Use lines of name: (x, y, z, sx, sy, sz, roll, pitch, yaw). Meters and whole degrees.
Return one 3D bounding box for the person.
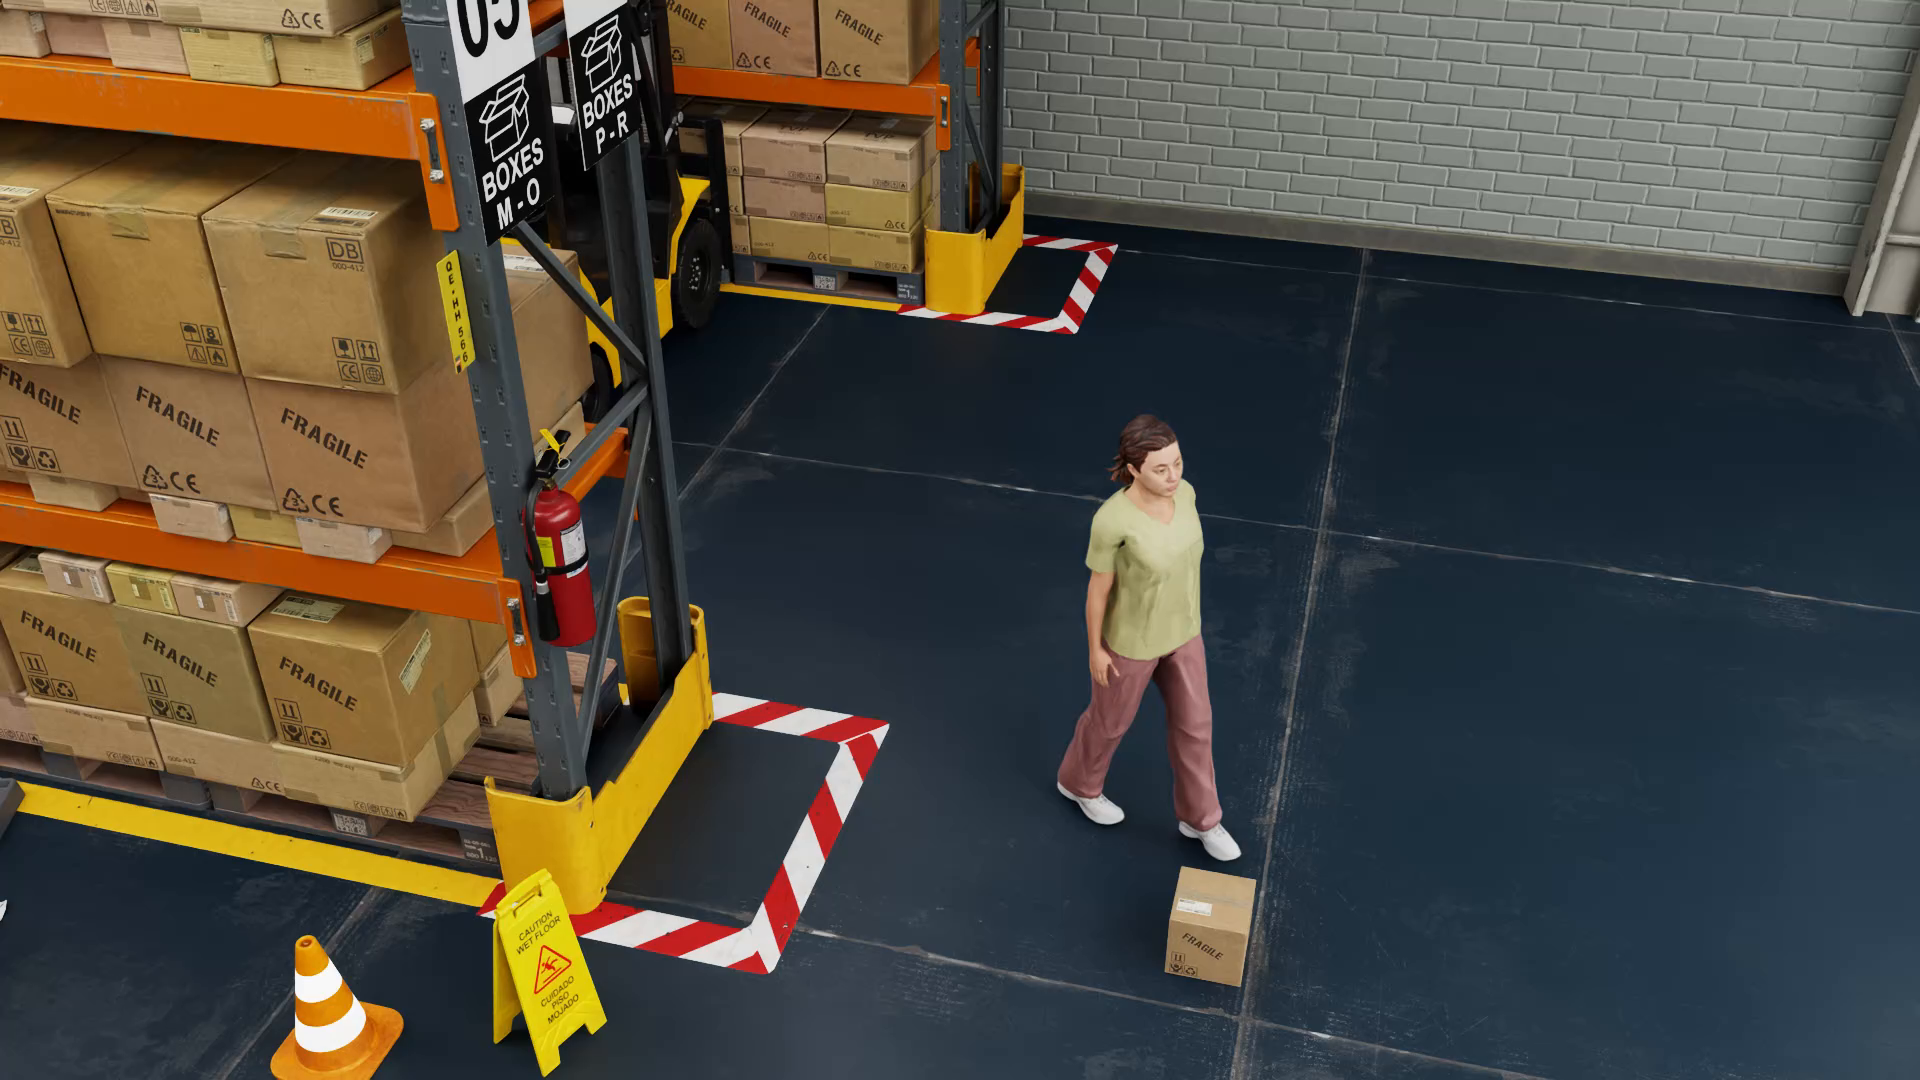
person: (0.680, 0.351, 5.591, 0.447, 1.660, 0.709, -21, 38, -29)
